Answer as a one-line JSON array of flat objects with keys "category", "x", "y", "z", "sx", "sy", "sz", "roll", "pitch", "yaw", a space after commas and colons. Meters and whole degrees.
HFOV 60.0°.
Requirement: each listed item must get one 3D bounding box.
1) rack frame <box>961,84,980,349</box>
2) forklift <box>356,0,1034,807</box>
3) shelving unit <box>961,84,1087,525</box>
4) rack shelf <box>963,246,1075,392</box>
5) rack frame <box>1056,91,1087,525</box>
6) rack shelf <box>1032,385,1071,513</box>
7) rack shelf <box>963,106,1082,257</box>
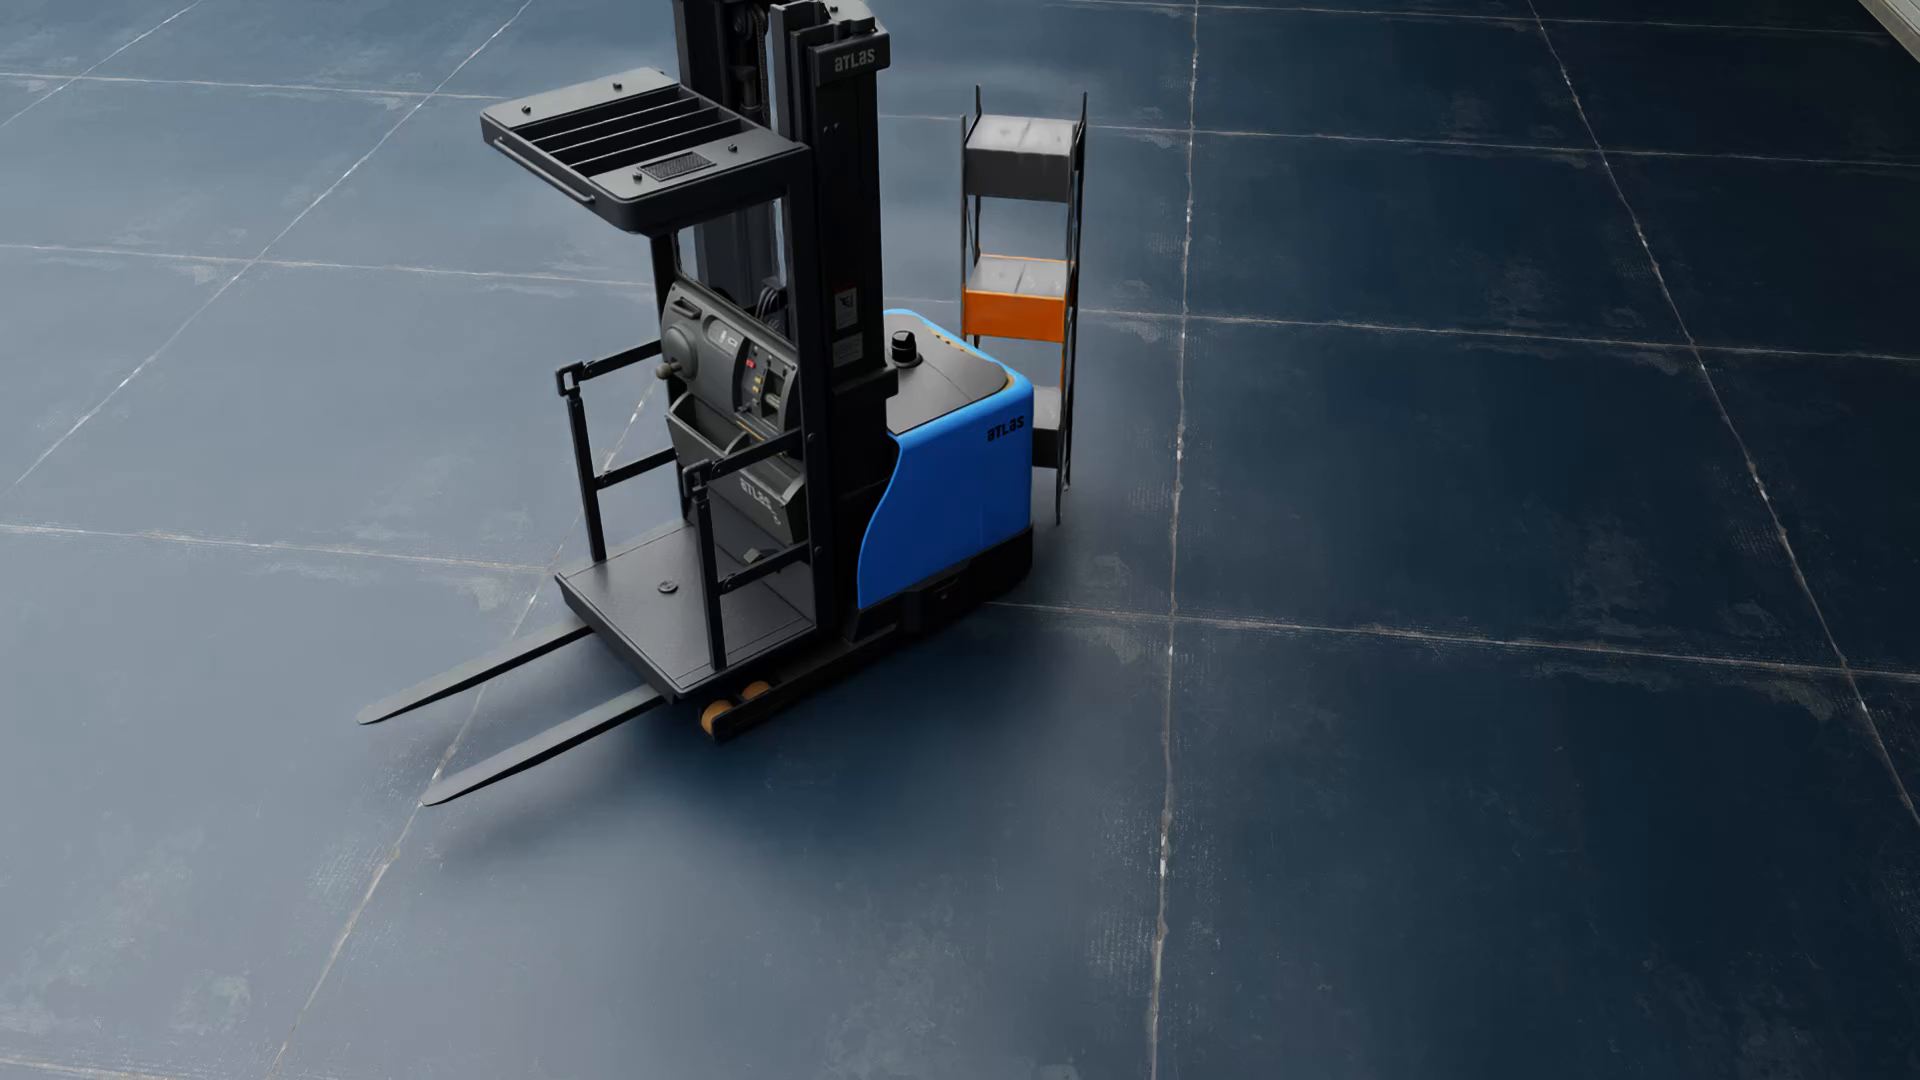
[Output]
[{"category": "rack frame", "x": 0.048, "y": -1.096, "z": 7.978, "sx": 0.015, "sy": 2.100, "sz": 0.400, "roll": 6, "pitch": 36, "yaw": 9}, {"category": "forklift", "x": -1.112, "y": -0.693, "z": 6.698, "sx": 3.031, "sy": 2.935, "sz": 1.130, "roll": -26, "pitch": 43, "yaw": -31}, {"category": "shelving unit", "x": 0.288, "y": -1.069, "z": 7.941, "sx": 0.503, "sy": 2.100, "sz": 0.431, "roll": 6, "pitch": 36, "yaw": 9}, {"category": "rack shelf", "x": 0.288, "y": -1.058, "z": 7.949, "sx": 0.480, "sy": 0.518, "sz": 0.431, "roll": 6, "pitch": 36, "yaw": 9}, {"category": "rack frame", "x": 0.527, "y": -1.043, "z": 7.904, "sx": 0.015, "sy": 2.100, "sz": 0.400, "roll": 6, "pitch": 36, "yaw": 9}, {"category": "rack shelf", "x": 0.288, "y": -0.488, "z": 8.355, "sx": 0.480, "sy": 0.518, "sz": 0.431, "roll": 6, "pitch": 36, "yaw": 9}, {"category": "rack shelf", "x": 0.288, "y": -1.628, "z": 7.542, "sx": 0.480, "sy": 0.518, "sz": 0.431, "roll": 6, "pitch": 36, "yaw": 9}]
